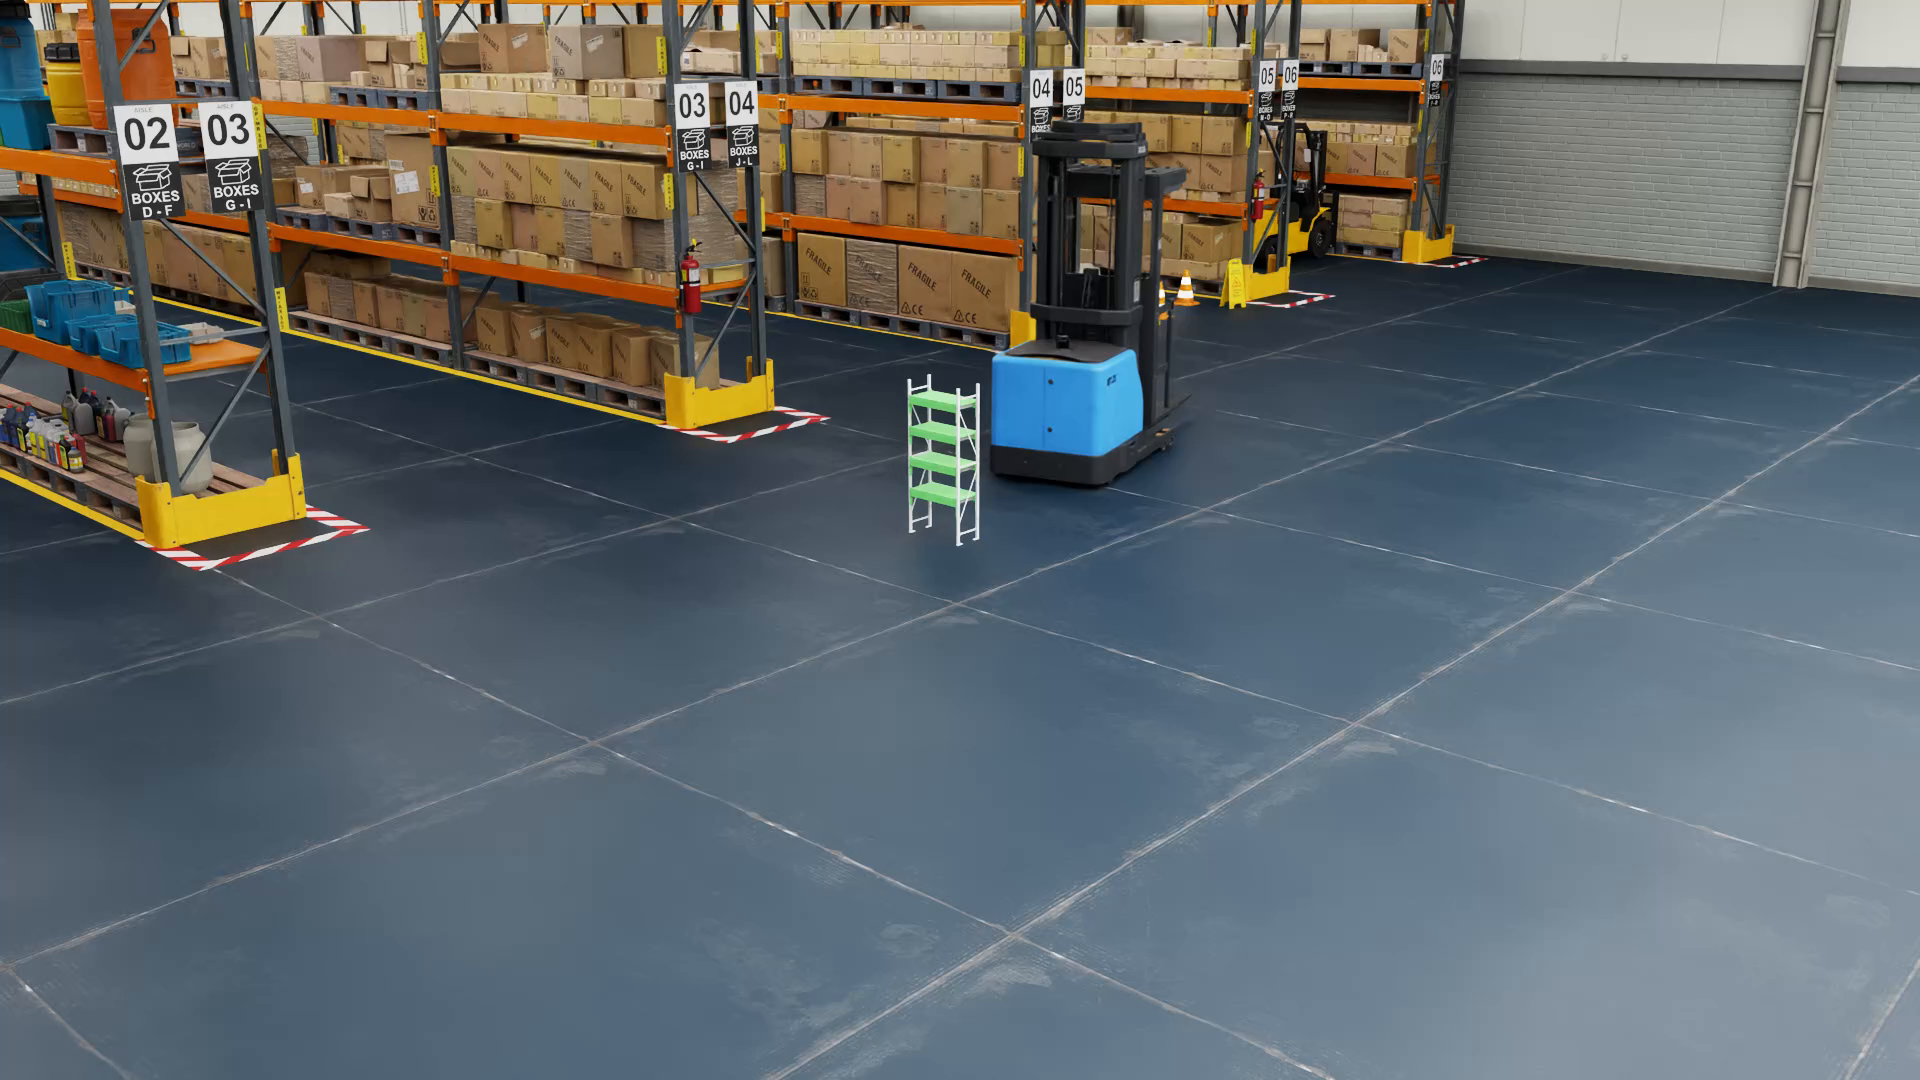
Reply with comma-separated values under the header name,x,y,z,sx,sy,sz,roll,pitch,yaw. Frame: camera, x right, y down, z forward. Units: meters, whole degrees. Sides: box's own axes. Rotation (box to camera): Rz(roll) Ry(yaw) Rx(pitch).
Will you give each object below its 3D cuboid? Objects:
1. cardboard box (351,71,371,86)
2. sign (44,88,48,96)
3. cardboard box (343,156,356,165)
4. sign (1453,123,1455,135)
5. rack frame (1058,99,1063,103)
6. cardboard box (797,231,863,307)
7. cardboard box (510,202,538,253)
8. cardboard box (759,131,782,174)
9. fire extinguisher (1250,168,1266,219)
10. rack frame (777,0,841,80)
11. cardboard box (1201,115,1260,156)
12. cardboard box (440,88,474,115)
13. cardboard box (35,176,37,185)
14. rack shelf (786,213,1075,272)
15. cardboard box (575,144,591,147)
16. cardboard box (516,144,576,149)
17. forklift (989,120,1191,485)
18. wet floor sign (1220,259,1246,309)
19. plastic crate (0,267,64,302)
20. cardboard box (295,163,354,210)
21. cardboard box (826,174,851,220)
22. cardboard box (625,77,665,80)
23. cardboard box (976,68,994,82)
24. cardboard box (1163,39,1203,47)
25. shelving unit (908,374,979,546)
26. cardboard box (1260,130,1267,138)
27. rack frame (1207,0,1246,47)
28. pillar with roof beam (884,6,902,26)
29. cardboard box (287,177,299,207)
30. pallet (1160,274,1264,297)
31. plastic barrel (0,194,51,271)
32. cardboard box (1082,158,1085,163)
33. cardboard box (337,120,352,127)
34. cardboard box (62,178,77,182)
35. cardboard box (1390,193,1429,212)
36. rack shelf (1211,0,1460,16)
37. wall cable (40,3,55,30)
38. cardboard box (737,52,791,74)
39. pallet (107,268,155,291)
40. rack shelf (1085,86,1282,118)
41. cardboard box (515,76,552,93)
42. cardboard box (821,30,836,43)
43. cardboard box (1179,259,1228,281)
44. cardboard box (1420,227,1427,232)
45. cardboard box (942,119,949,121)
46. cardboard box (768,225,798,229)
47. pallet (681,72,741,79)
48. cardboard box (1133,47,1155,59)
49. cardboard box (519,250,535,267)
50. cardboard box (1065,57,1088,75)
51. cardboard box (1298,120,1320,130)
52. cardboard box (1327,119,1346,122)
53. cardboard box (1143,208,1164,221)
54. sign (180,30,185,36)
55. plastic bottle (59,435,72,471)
name,x,y,z,sx,sy,sz,roll,pitch,yaw
cardboard box,-6.764,-5.313,19.127,0.250,0.166,0.380,14,22,38
sign,-8.210,-3.876,14.893,0.005,0.325,0.100,15,23,39
cardboard box,-10.495,-6.585,28.818,0.250,0.149,0.380,14,22,38
sign,7.939,-6.578,26.818,0.005,0.325,0.100,15,23,39
rack frame,1.282,-5.683,25.559,0.127,3.000,1.000,15,23,39
cardboard box,-1.504,-3.588,21.776,0.875,0.875,0.875,15,23,40
cardboard box,-4.209,-3.340,17.519,0.500,0.500,0.875,15,23,39
cardboard box,-2.303,-5.165,22.110,0.500,0.500,0.700,15,23,38
fire extinguisher,4.054,-4.715,22.639,0.183,0.674,0.296,15,23,39
rack frame,-1.928,-7.402,21.059,0.127,3.000,1.000,15,23,39
cardboard box,3.747,-5.599,22.985,0.500,0.500,0.700,14,23,38
cardboard box,-5.129,-4.651,17.596,0.500,0.250,0.500,14,22,37
cardboard box,-13.840,-5.482,25.341,0.250,0.149,0.380,14,23,38
rack shelf,-0.432,-3.798,20.810,4.000,0.370,1.077,15,23,39
cardboard box,-5.590,-5.704,24.365,0.250,0.149,0.380,14,22,37
cardboard box,-4.401,-3.978,17.879,0.500,0.500,0.500,15,23,39
forklift,1.336,-2.259,14.884,1.130,2.935,3.031,8,19,24
wet floor sign,3.706,-3.477,22.502,0.267,0.644,0.232,-9,20,-27
plastic crate,-8.276,-2.157,14.551,0.504,0.338,0.767,15,23,39
cardboard box,-7.857,-4.392,20.633,0.500,0.500,0.500,12,21,33
cardboard box,-1.217,-4.437,21.387,0.550,0.550,0.875,15,23,39
cardboard box,-3.092,-4.511,16.496,0.250,0.149,0.380,15,23,39
cardboard box,0.403,-5.338,19.070,0.250,0.149,0.380,15,23,40
cardboard box,3.871,-8.532,28.865,0.500,0.311,0.500,14,22,38
shelving unit,-0.124,-0.605,12.535,0.503,1.200,0.258,15,23,39
cardboard box,5.182,-6.876,28.081,0.250,0.149,0.380,16,23,40
rack frame,4.574,-9.666,28.193,0.127,3.000,1.000,15,23,39
pillar with roof beam,-4.189,-10.642,31.268,0.400,9.000,9.100,15,23,39
cardboard box,-8.470,-4.451,21.511,0.500,0.500,0.500,16,24,41
pallet,3.633,-3.737,24.037,1.213,0.211,1.003,15,23,39
plastic barrel,-8.671,-2.705,15.348,0.708,0.901,0.600,15,23,39
cardboard box,1.817,-5.625,24.721,0.500,0.500,0.500,15,23,39
cardboard box,-10.362,-7.368,28.559,0.500,0.500,0.500,16,24,41
cardboard box,-12.931,-5.455,24.597,0.500,0.250,0.500,14,23,38
cardboard box,7.332,-5.509,27.210,0.500,0.250,0.500,15,23,38
rack shelf,6.070,-8.731,27.097,4.000,0.370,1.077,15,23,39
wall cable,-16.212,-12.158,30.727,0.120,5.999,2.277,15,23,39
cardboard box,-2.562,-6.254,21.789,0.500,0.250,0.500,15,23,40
pallet,-11.796,-3.888,24.514,1.213,0.211,1.003,15,23,39
rack shelf,2.778,-6.368,23.949,4.000,0.370,1.077,15,23,39
cardboard box,-4.257,-4.601,16.779,0.250,0.149,0.380,14,23,38
cardboard box,-1.500,-6.229,20.558,0.250,0.149,0.380,15,23,39
cardboard box,3.473,-3.875,23.716,0.500,0.250,0.500,15,23,39
cardboard box,7.329,-5.036,27.372,0.500,0.250,0.500,15,23,39
cardboard box,-0.005,-6.535,26.893,0.500,0.500,0.500,14,22,37
cardboard box,-2.835,-6.011,29.411,0.875,0.875,0.875,15,23,40
pallet,-3.564,-6.344,22.997,1.213,0.211,1.003,16,24,42
cardboard box,2.656,-6.871,23.442,0.250,0.149,0.380,16,23,41
cardboard box,-4.383,-2.964,17.409,0.250,0.149,0.380,15,23,39
cardboard box,1.822,-6.931,24.290,0.500,0.250,0.500,15,23,39
cardboard box,5.830,-6.887,27.625,0.250,0.149,0.380,15,23,39
cardboard box,6.319,-6.935,27.775,0.250,0.149,0.380,15,23,40
cardboard box,2.801,-4.701,24.004,0.250,0.149,0.380,16,24,42
sign,-10.926,-6.998,23.369,0.005,0.325,0.100,15,23,39
plastic bottle,-7.355,-0.721,13.687,0.133,0.283,0.061,16,23,41
